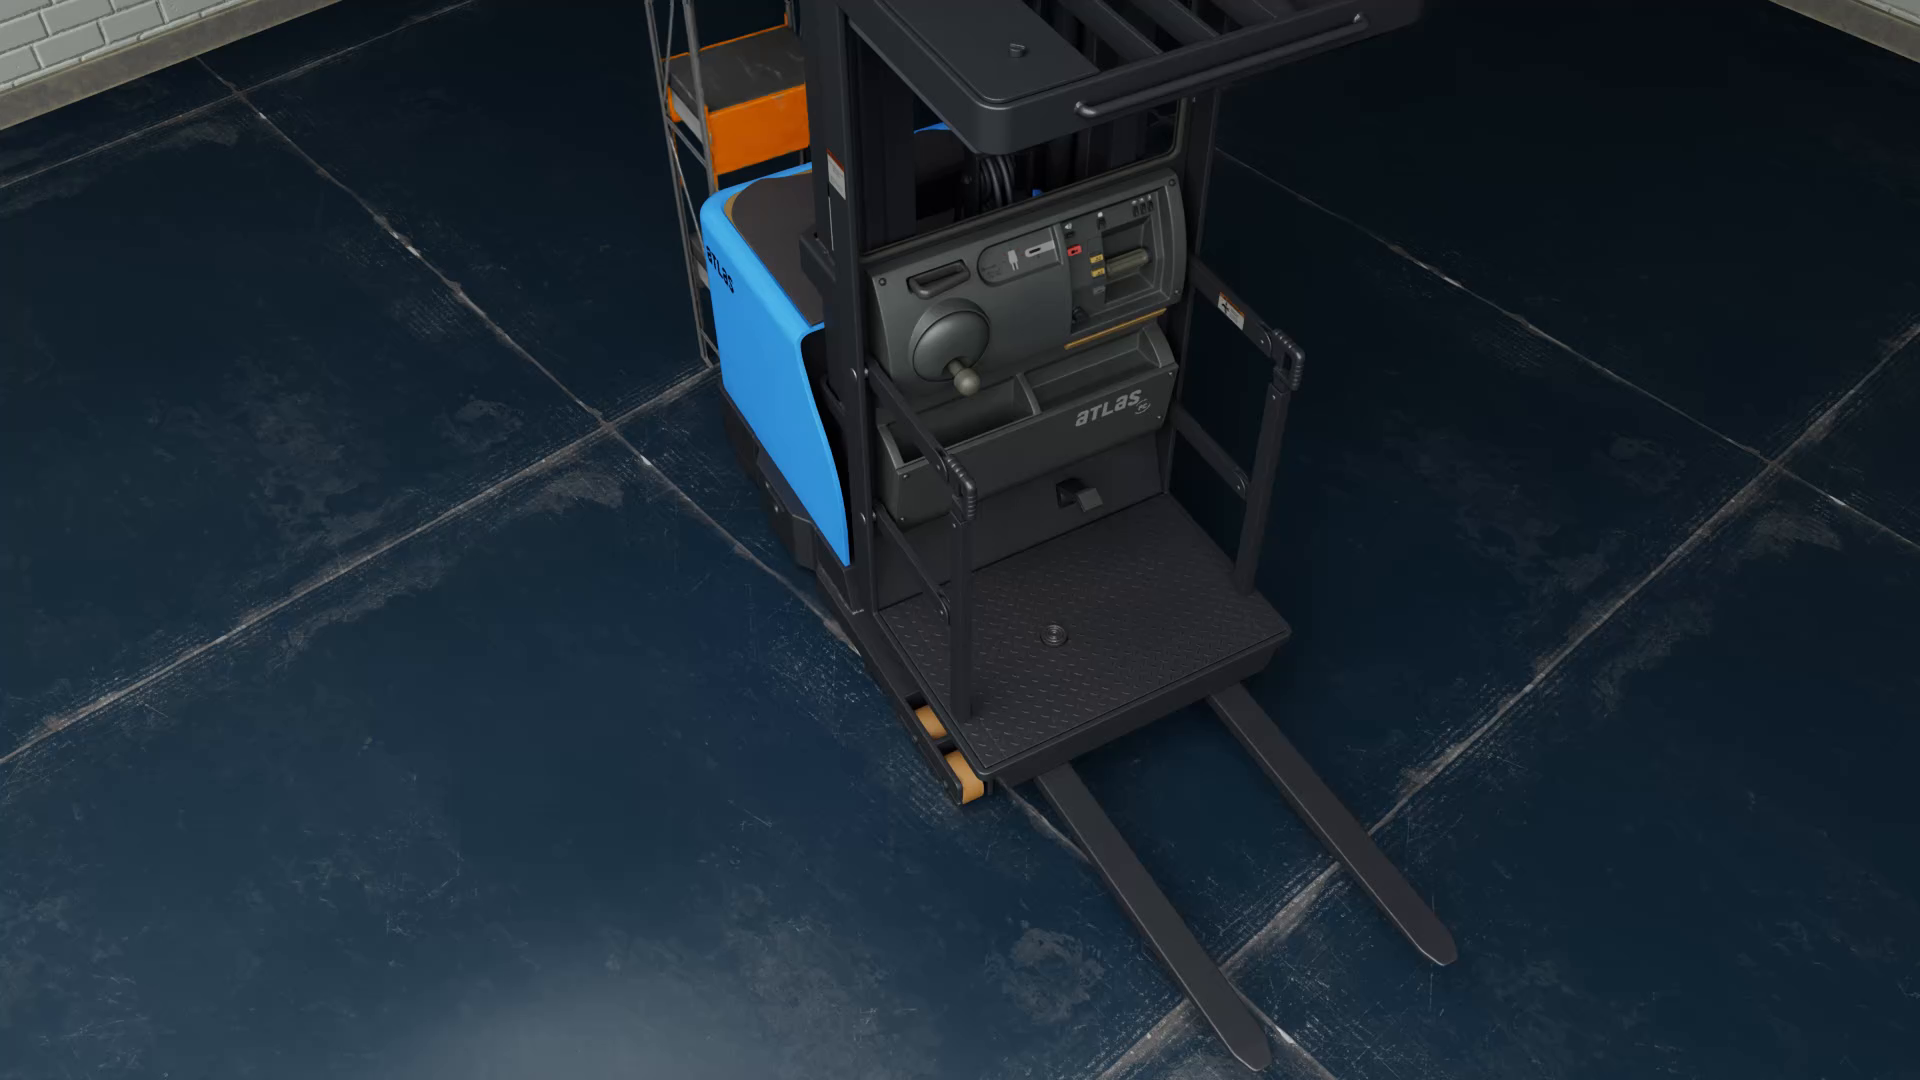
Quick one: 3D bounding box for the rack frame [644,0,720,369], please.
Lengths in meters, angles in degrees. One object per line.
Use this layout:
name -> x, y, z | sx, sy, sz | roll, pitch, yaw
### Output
rack frame -> -0.903, -1.314, 5.526 | 0.015, 2.100, 0.400 | -23, 50, -20

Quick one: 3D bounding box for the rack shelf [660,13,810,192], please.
rack shelf -> -0.692, -1.393, 5.618 | 0.480, 0.518, 0.431 | -23, 50, -20

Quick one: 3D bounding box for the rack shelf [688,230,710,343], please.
rack shelf -> -0.683, -0.908, 6.122 | 0.480, 0.518, 0.431 | -23, 50, -20

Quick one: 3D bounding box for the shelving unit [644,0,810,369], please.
shelving unit -> -0.692, -1.403, 5.608 | 0.503, 2.100, 0.431 | -23, 50, -20

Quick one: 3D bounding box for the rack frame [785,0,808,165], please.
rack frame -> -0.480, -1.492, 5.691 | 0.015, 2.100, 0.400 | -23, 50, -20

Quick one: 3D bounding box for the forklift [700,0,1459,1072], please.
forklift -> 0.305, -0.588, 4.299 | 1.130, 2.935, 3.031 | -22, 51, -19

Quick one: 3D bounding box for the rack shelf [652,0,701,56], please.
rack shelf -> -0.700, -1.879, 5.114 | 0.480, 0.518, 0.431 | -23, 50, -20
